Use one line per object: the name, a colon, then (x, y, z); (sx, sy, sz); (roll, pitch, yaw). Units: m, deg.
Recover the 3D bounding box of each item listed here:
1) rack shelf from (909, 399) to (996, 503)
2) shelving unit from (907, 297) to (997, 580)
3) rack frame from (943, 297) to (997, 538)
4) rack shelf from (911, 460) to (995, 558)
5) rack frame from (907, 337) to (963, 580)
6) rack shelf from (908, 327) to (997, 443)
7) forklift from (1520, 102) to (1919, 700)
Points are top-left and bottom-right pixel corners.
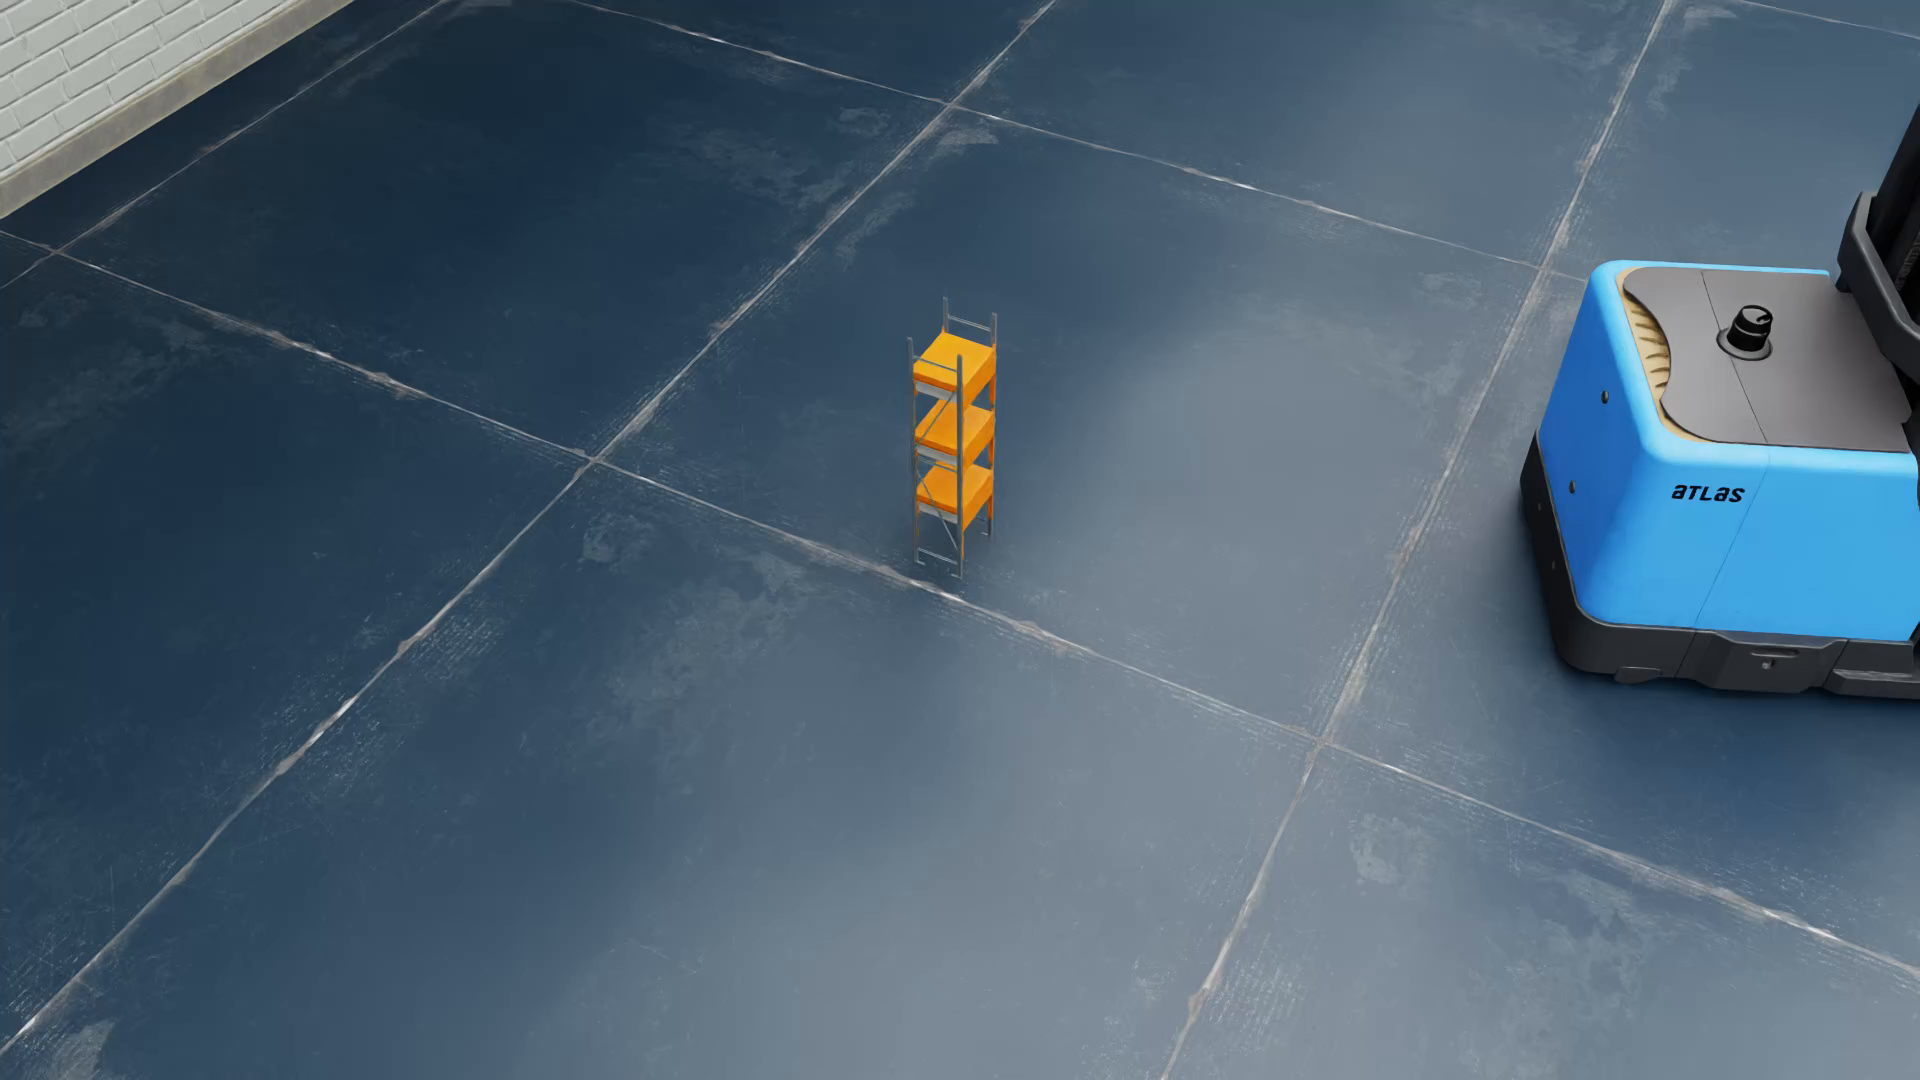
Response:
rack shelf: (-0.025, -0.328, 5.851); (0.215, 0.259, 0.240); (20, 49, 19)
shelving unit: (-0.025, -0.335, 5.843); (0.215, 1.050, 0.252); (20, 49, 19)
rack frame: (0.032, -0.412, 5.919); (0.200, 1.050, 0.008); (20, 49, 19)
rack shelf: (-0.025, -0.133, 6.048); (0.215, 0.259, 0.240); (20, 49, 19)
rack frame: (-0.081, -0.258, 5.767); (0.200, 1.050, 0.008); (20, 49, 19)
rack shelf: (-0.025, -0.527, 5.649); (0.215, 0.259, 0.240); (20, 49, 19)
forklift: (3.617, -0.812, 4.991); (3.031, 2.935, 1.130); (3, 45, 3)
